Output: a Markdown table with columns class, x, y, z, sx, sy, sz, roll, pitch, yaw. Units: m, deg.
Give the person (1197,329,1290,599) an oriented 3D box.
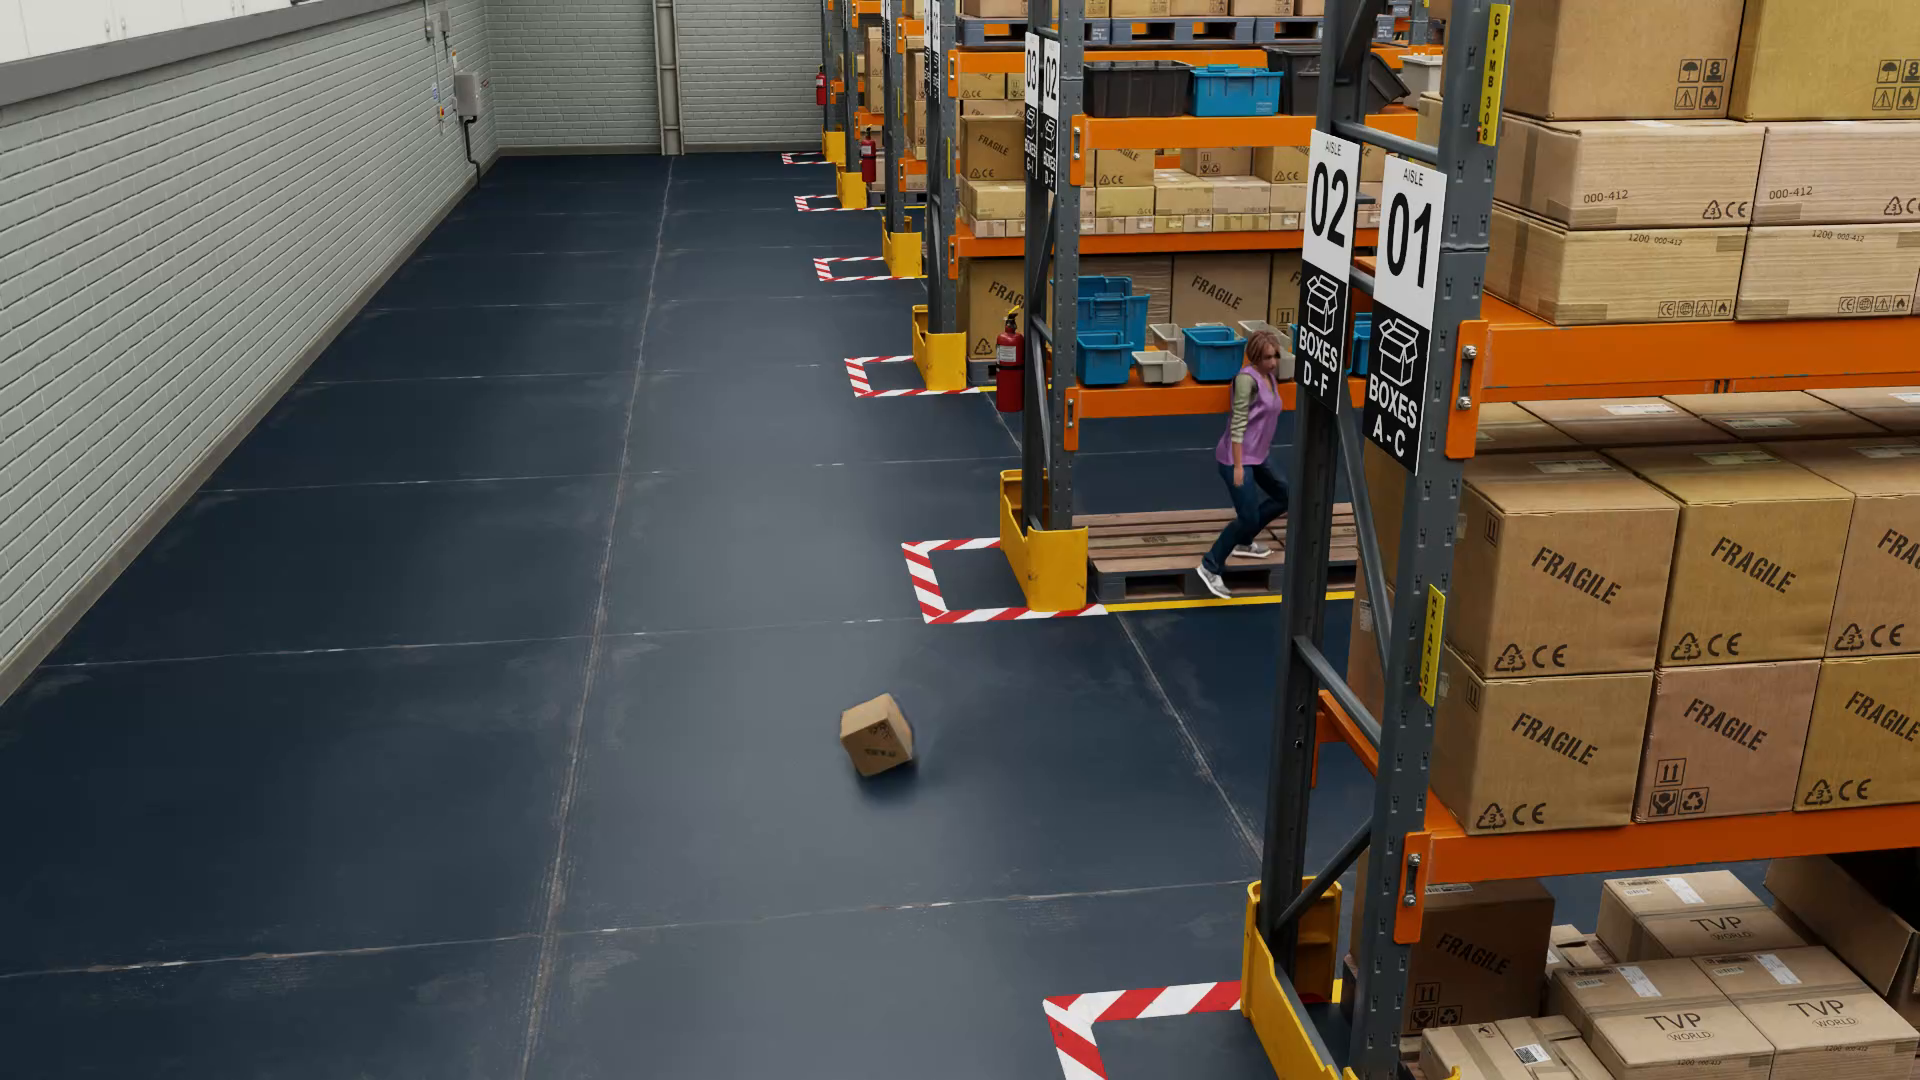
| class | x | y | z | sx | sy | sz | roll | pitch | yaw |
| --- | --- | --- | --- | --- | --- | --- | --- | --- | --- |
| person | 1.682 | -0.450 | 9.663 | 0.447 | 1.582 | 0.492 | 12 | 23 | 29 |
